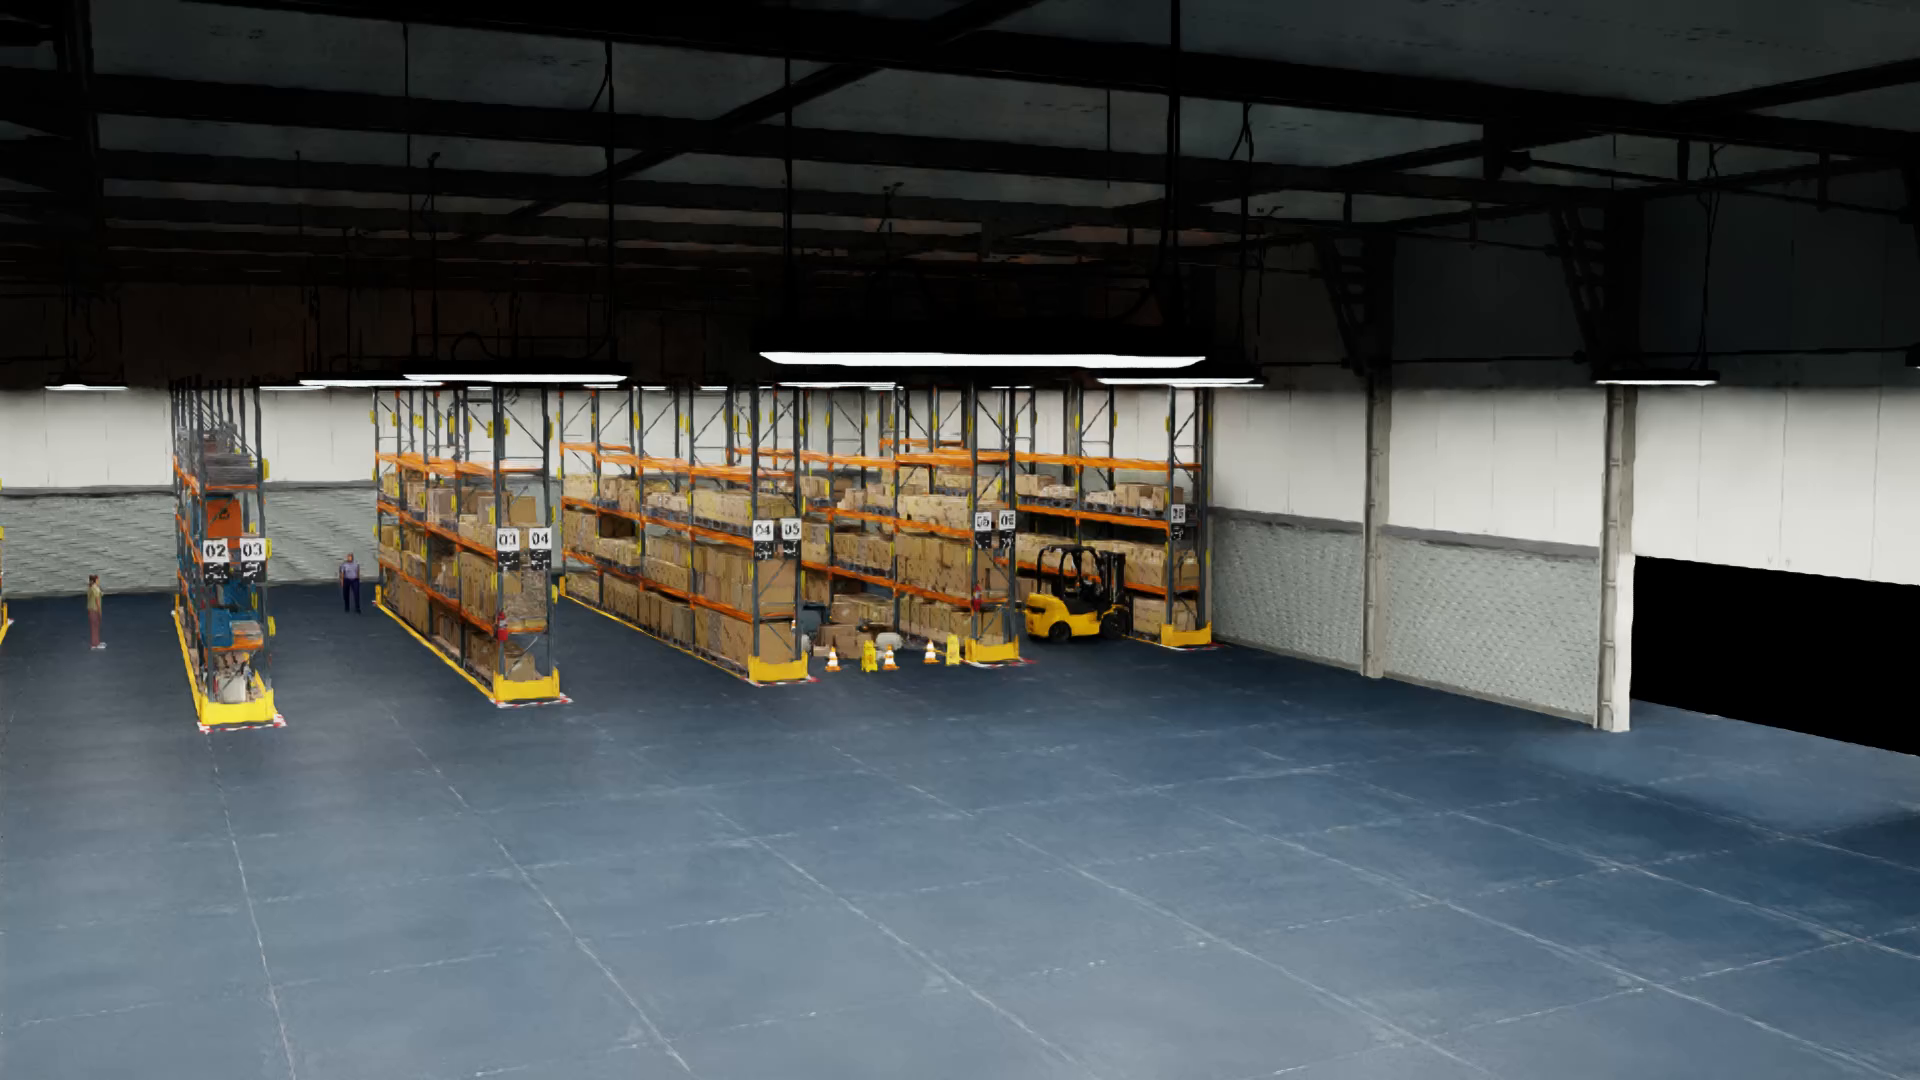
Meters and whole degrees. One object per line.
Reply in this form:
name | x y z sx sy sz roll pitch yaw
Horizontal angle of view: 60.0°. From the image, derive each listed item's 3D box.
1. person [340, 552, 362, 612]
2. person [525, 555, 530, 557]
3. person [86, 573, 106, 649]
person | -15.861 1.120 43.244 0.479 1.496 1.090 -2 6 -24
person | -12.407 0.631 48.185 0.519 1.612 0.937 -1 5 -6
person | -19.247 1.574 37.096 0.538 1.679 0.454 4 6 37
